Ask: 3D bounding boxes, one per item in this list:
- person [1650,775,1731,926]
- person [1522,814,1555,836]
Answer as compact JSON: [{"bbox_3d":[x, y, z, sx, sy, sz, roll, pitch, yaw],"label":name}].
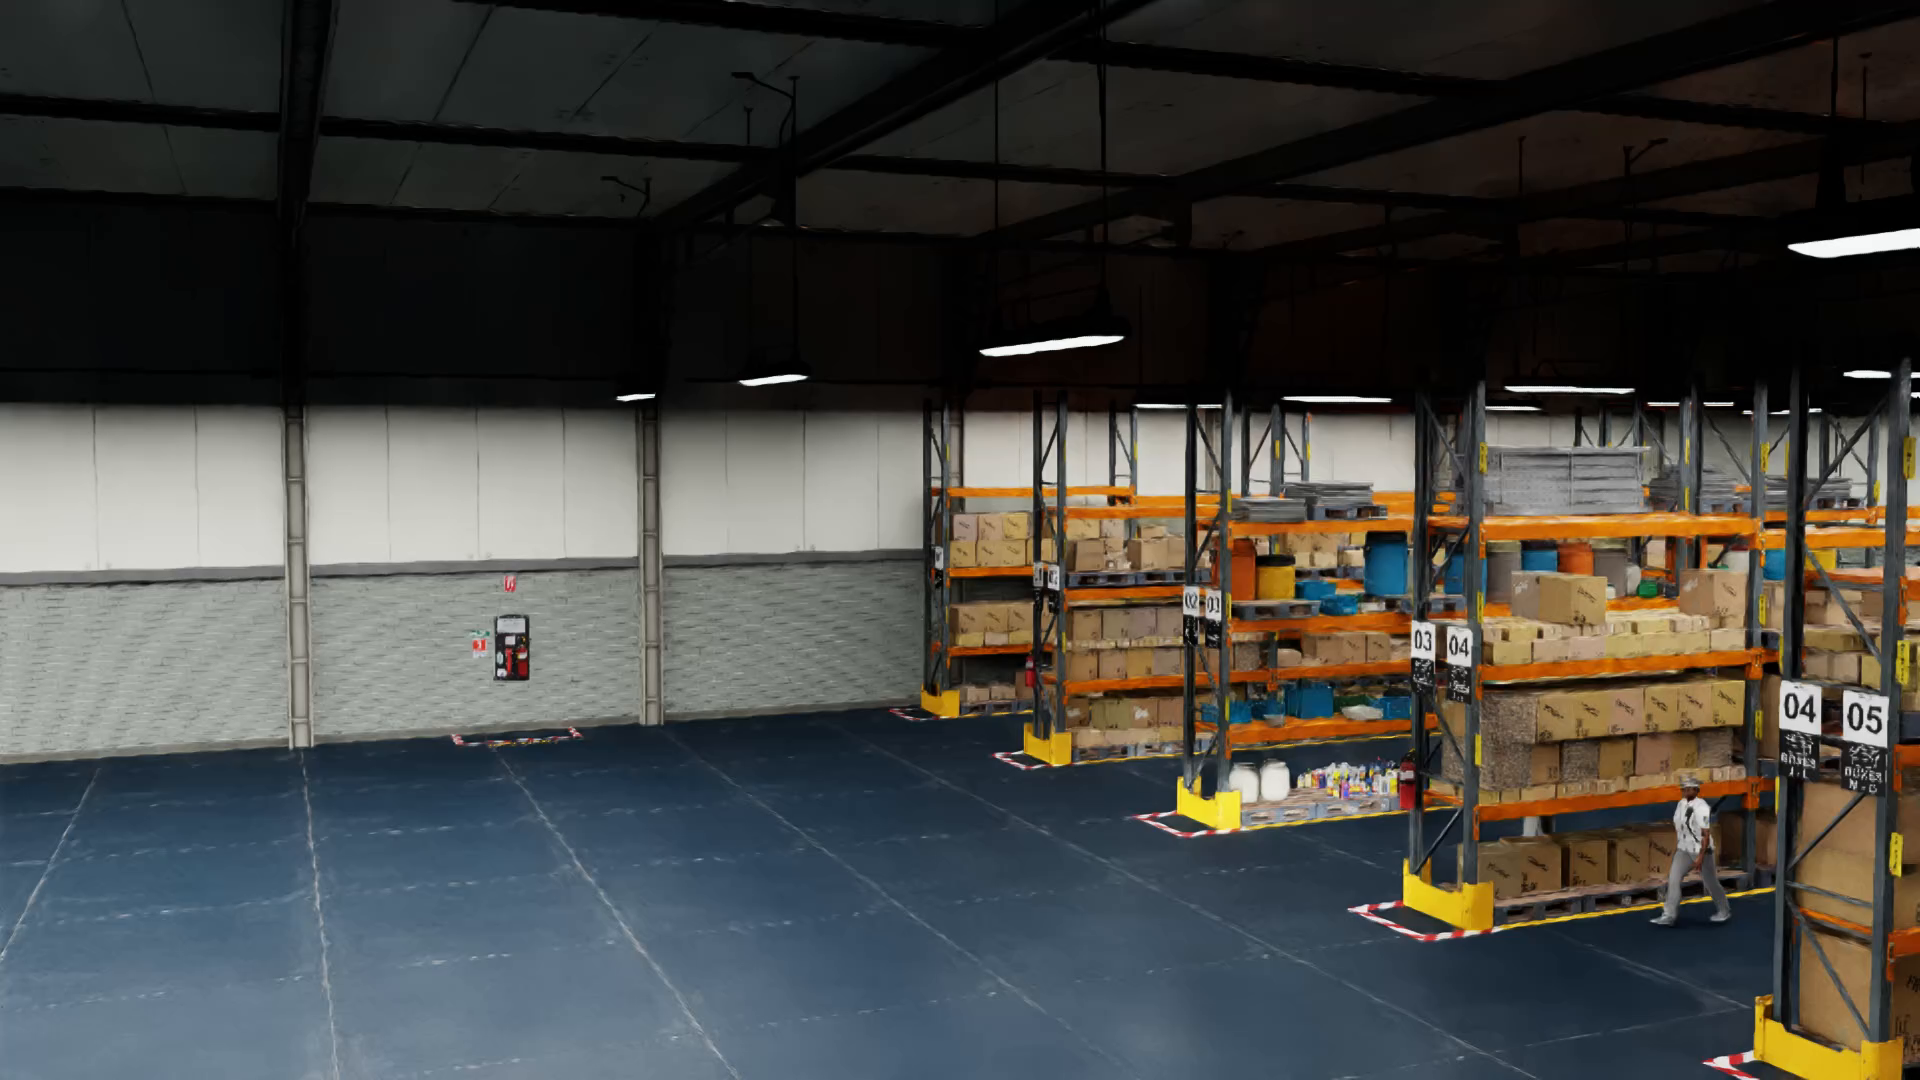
[{"bbox_3d":[7.826,3.300,17.720,0.985,1.625,0.463,-1,4,-23],"label":"person"},{"bbox_3d":[7.320,3.032,20.807,0.504,1.788,0.640,2,4,36],"label":"person"}]
